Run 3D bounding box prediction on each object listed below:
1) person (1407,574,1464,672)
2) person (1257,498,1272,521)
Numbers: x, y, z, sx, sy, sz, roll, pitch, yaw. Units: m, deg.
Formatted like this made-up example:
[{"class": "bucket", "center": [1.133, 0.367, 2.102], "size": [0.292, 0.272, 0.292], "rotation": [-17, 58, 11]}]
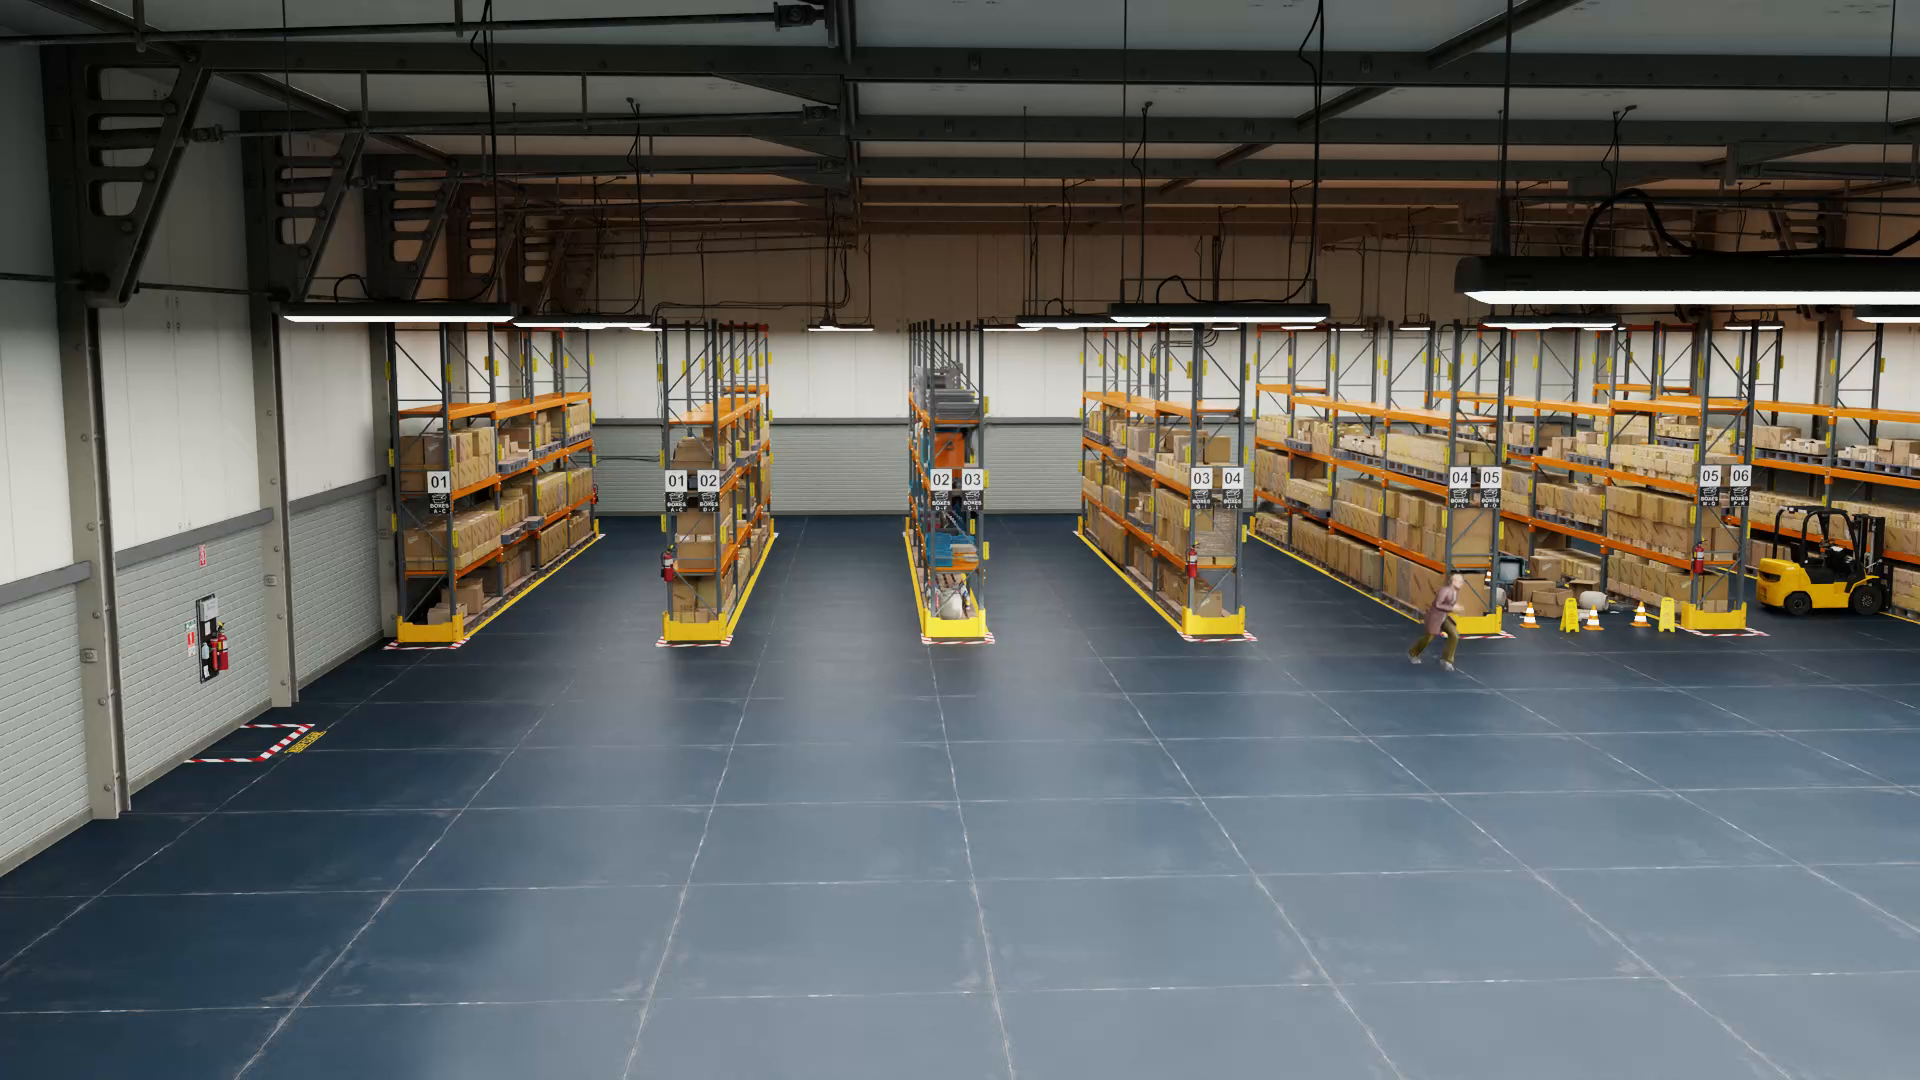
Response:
[{"class": "person", "center": [8.177, 1.405, 28.521], "size": [0.751, 1.737, 1.070], "rotation": [-7, 10, -44]}, {"class": "person", "center": [9.014, -1.104, 48.876], "size": [0.788, 1.655, 0.594], "rotation": [2, 7, 14]}]
